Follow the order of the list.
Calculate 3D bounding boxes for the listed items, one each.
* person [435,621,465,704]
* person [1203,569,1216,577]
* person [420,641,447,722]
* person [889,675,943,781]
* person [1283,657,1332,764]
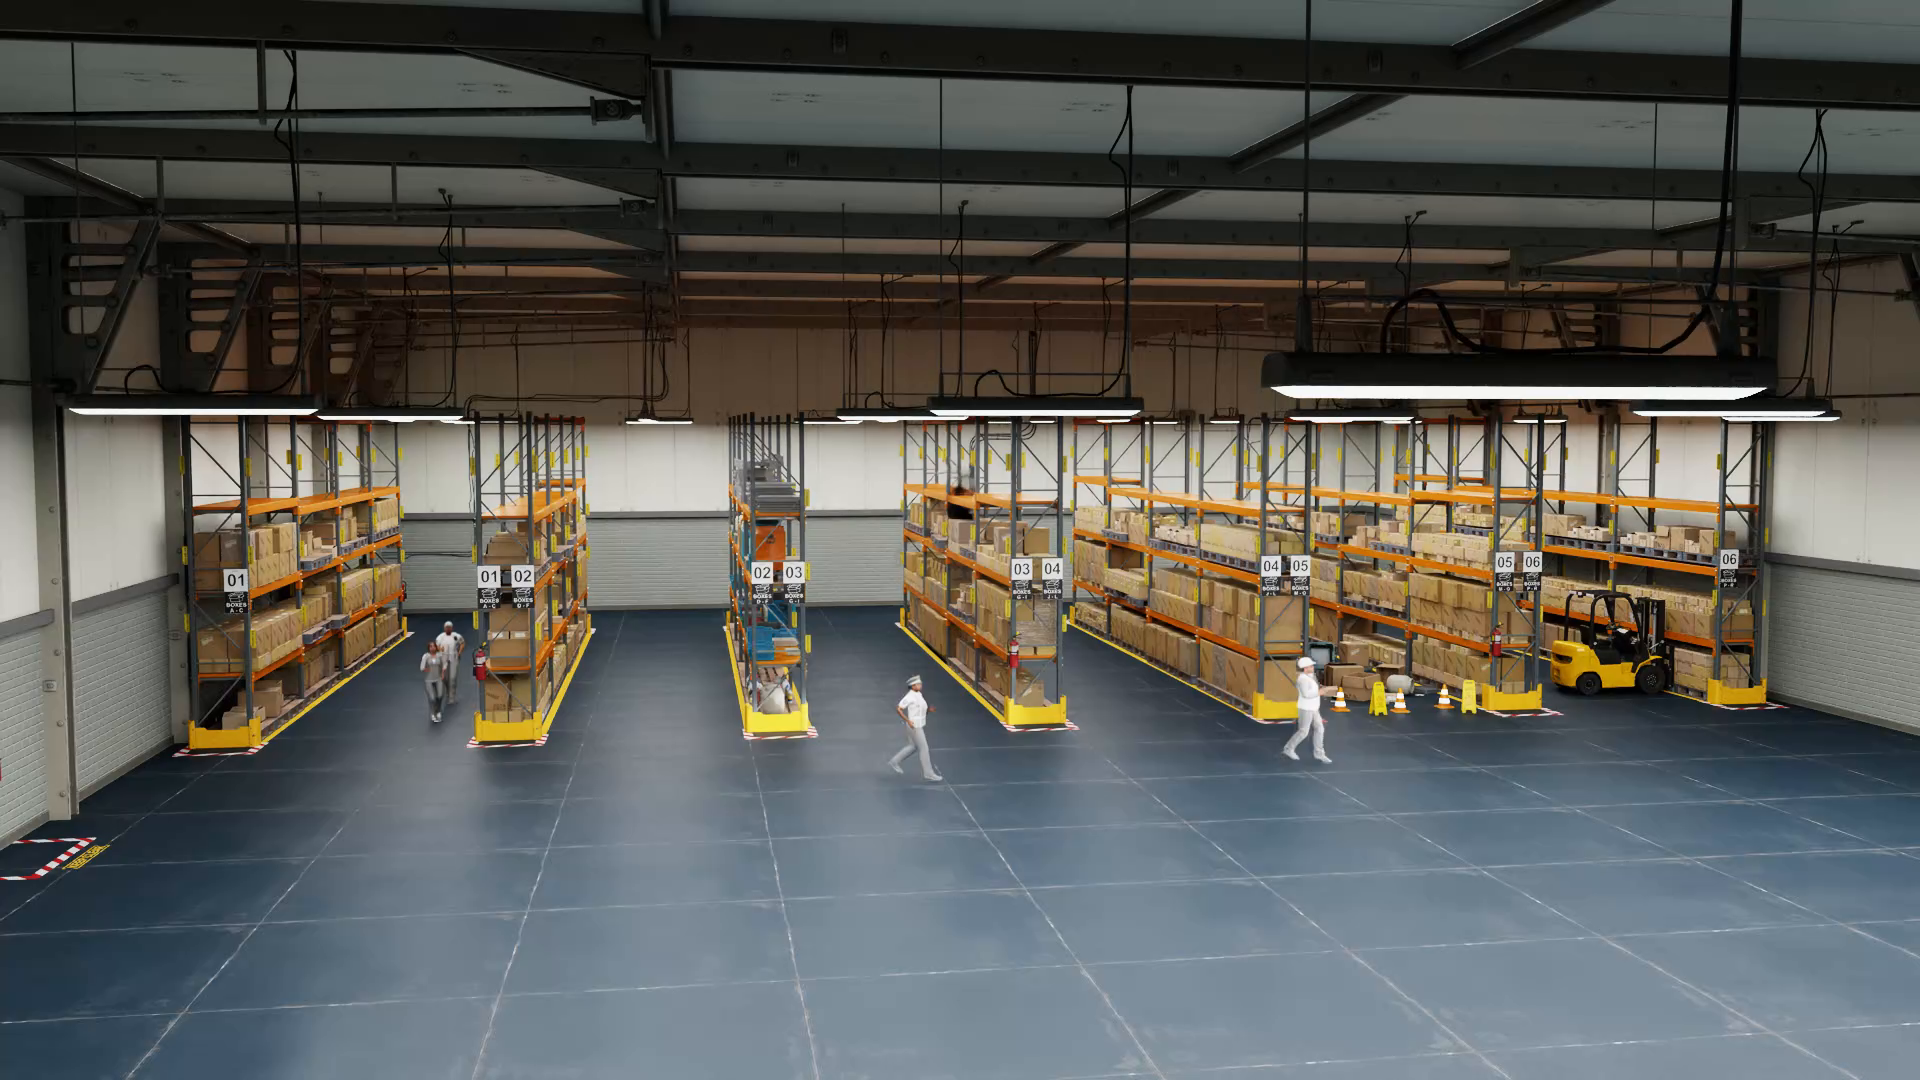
[{"bbox_3d":[-10.603,2.520,34.513,0.608,1.665,0.880,-1,4,-12],"label":"person"},{"bbox_3d":[7.496,1.389,50.592,0.615,1.678,0.696,0,4,4],"label":"person"},{"bbox_3d":[-10.152,2.741,32.119,0.519,1.582,0.603,-1,4,-21],"label":"person"},{"bbox_3d":[-0.704,3.029,26.916,0.888,1.672,0.574,1,4,14],"label":"person"},{"bbox_3d":[5.913,2.896,28.289,0.808,1.809,0.646,2,4,25],"label":"person"}]
